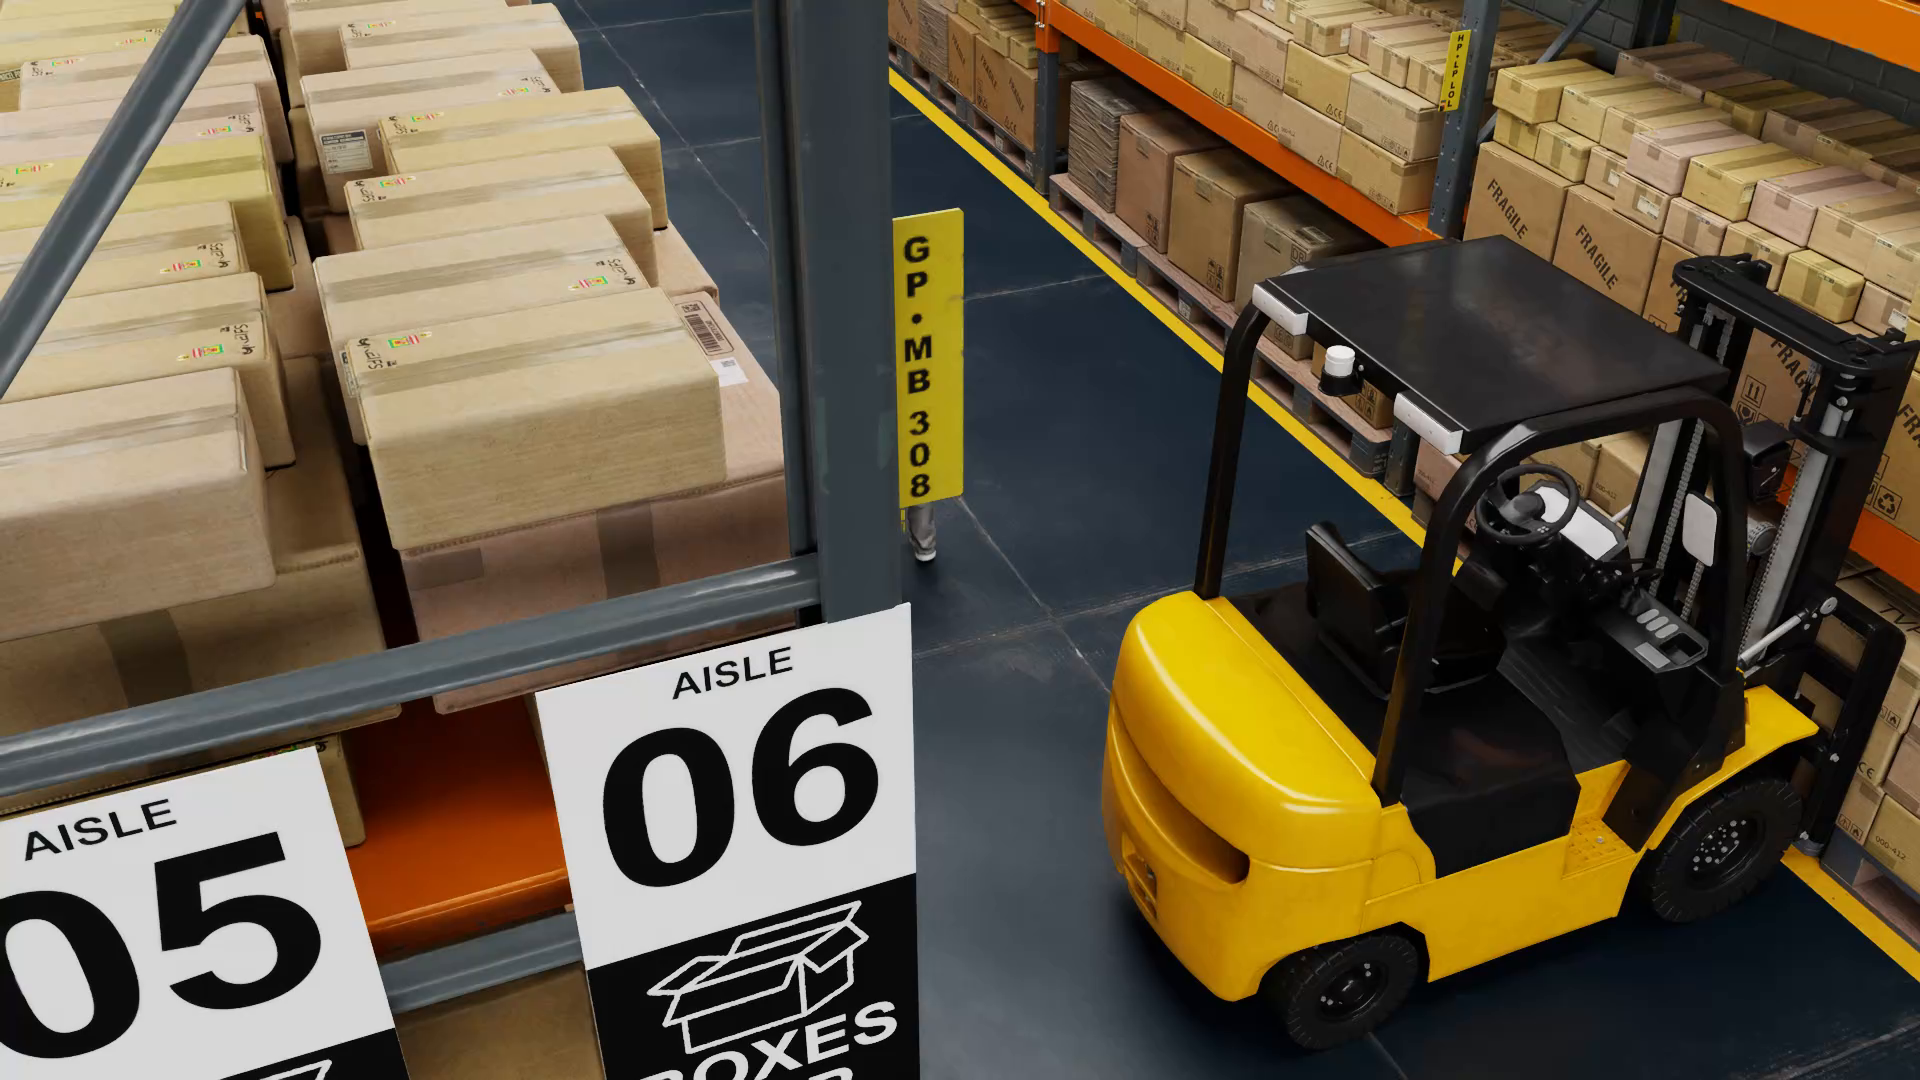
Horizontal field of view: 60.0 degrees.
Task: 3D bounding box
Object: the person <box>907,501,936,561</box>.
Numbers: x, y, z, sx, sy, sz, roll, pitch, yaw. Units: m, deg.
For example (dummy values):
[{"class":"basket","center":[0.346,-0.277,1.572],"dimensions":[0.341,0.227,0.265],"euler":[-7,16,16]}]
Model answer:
[{"class":"person","center":[-0.308,-0.582,7.015],"dimensions":[0.459,1.594,0.374],"euler":[-14,36,-20]}]
